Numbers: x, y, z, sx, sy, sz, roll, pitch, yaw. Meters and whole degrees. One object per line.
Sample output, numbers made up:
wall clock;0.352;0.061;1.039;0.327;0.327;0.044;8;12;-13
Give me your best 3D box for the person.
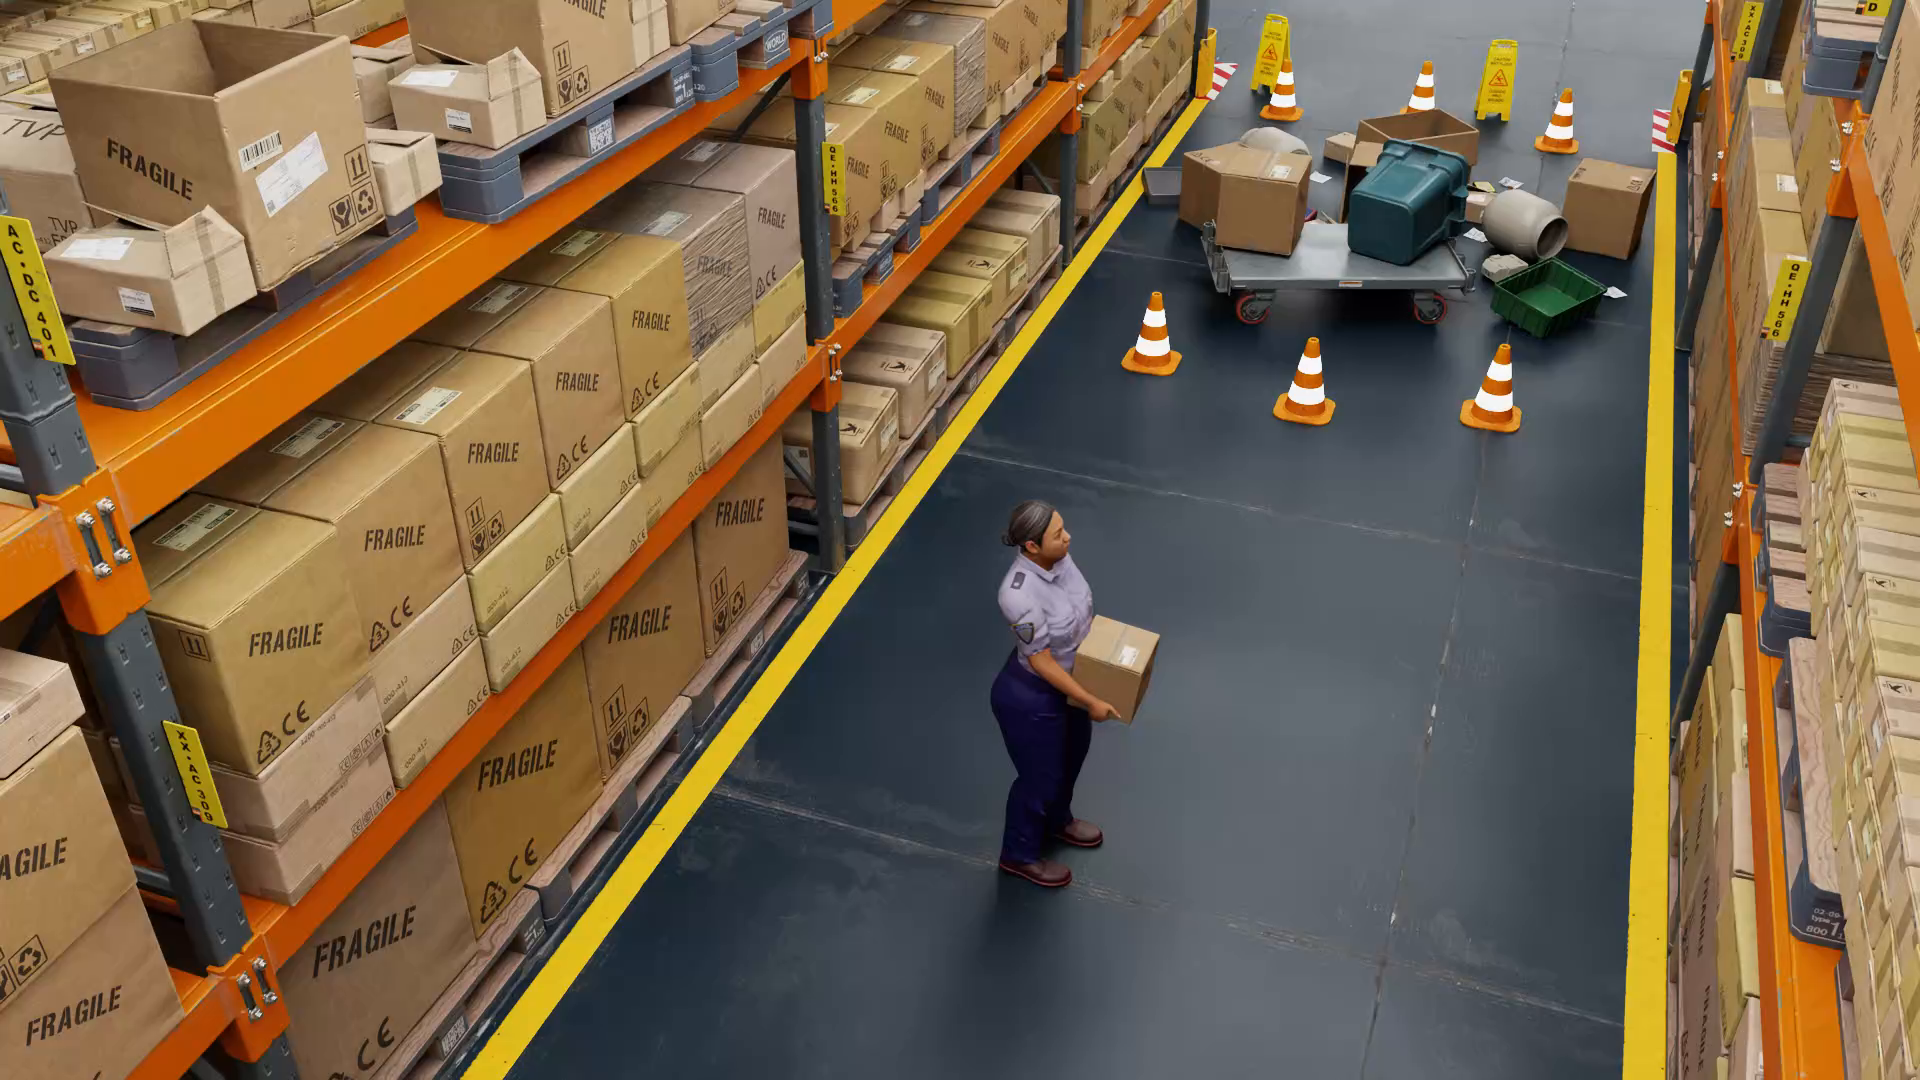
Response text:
person;0.394;0.583;6.283;0.517;1.637;0.453;12;35;17
